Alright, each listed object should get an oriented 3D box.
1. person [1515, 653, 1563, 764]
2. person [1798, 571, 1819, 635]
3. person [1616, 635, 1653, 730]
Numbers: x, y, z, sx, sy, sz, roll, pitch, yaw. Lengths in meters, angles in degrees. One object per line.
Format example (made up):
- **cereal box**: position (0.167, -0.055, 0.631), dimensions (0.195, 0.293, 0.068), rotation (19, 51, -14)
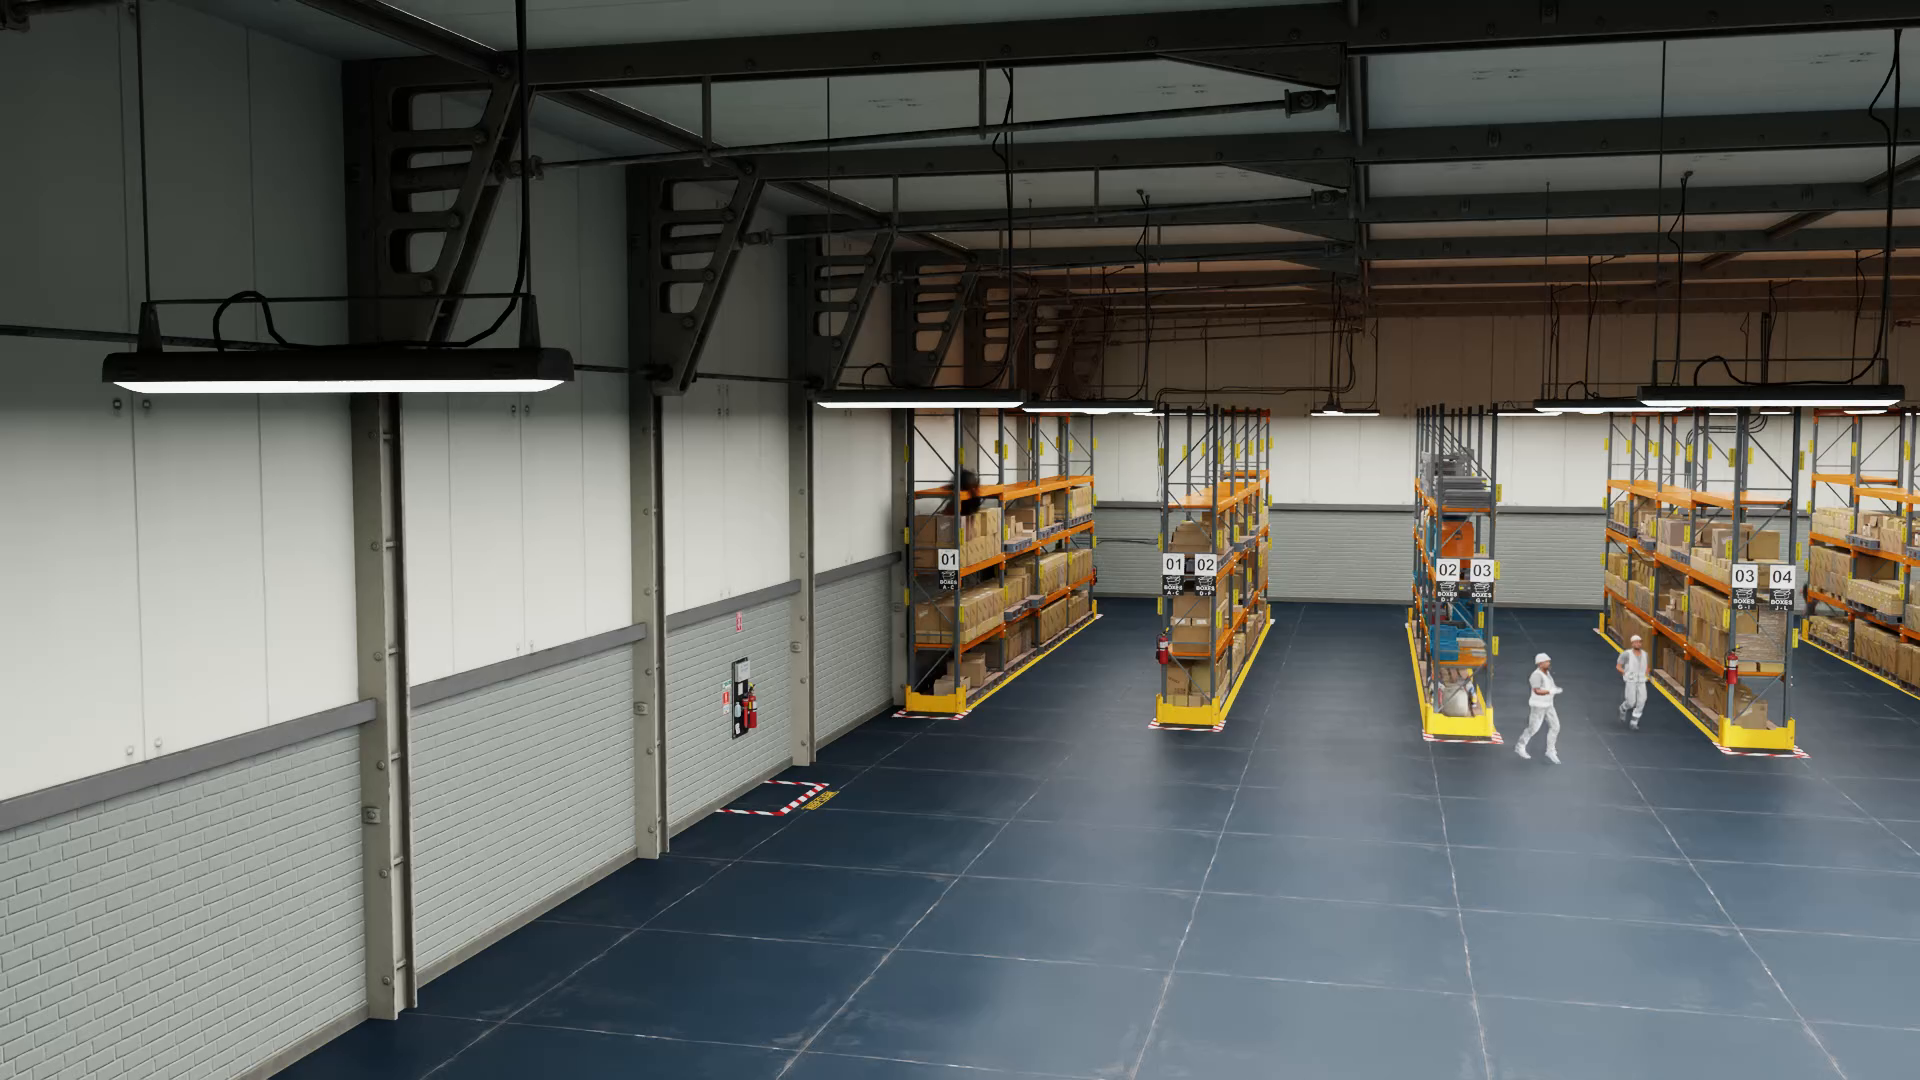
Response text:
- **person**: position (9.675, 2.808, 27.737), dimensions (0.798, 1.850, 0.690), rotation (4, 6, 43)
- **person**: position (22.648, 1.640, 44.201), dimensions (0.901, 1.743, 0.700), rotation (0, 4, 7)
- **person**: position (12.442, 2.616, 30.692), dimensions (0.646, 1.743, 0.645), rotation (0, 4, -3)
